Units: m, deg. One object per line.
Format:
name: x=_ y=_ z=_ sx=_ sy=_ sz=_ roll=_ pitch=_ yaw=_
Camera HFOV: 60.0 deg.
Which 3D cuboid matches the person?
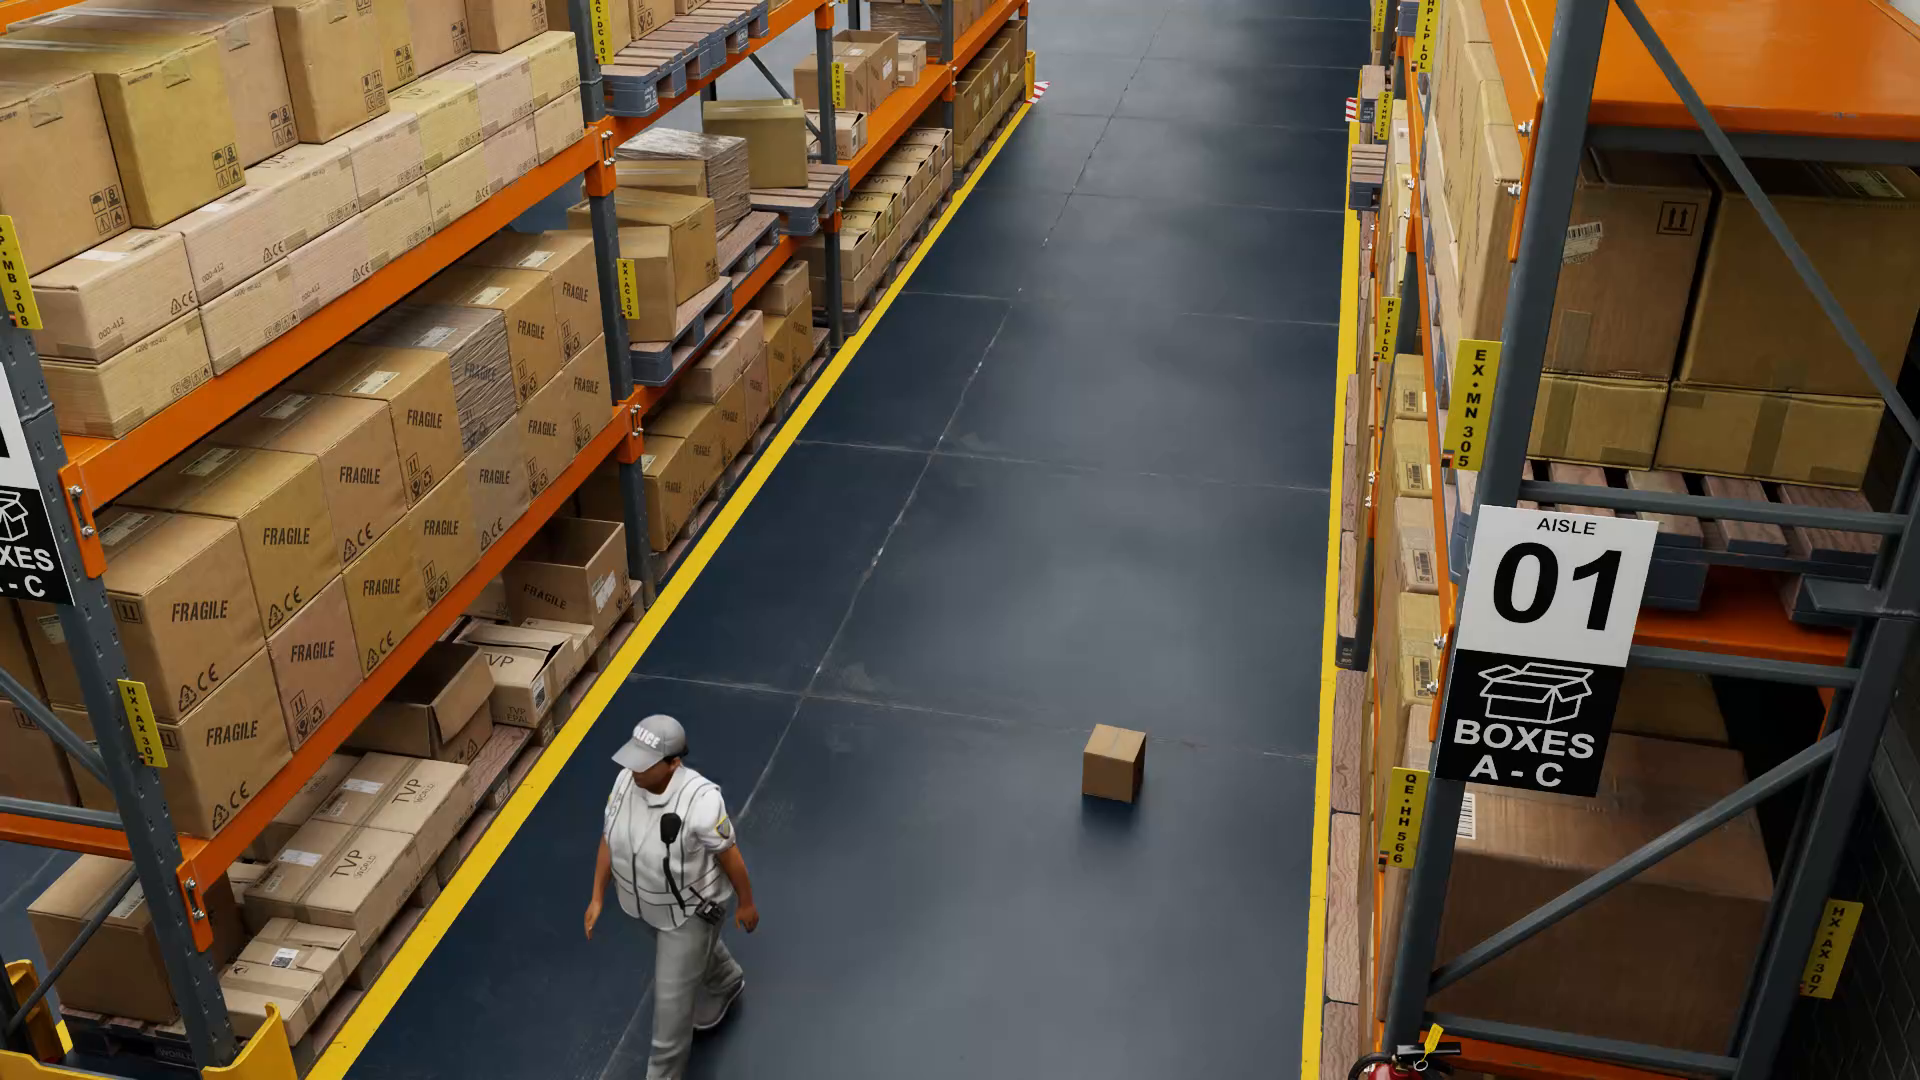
person: x=-1.104 y=1.364 z=6.138 sx=0.529 sy=1.633 sz=0.934 roll=18 pitch=34 yaw=29
